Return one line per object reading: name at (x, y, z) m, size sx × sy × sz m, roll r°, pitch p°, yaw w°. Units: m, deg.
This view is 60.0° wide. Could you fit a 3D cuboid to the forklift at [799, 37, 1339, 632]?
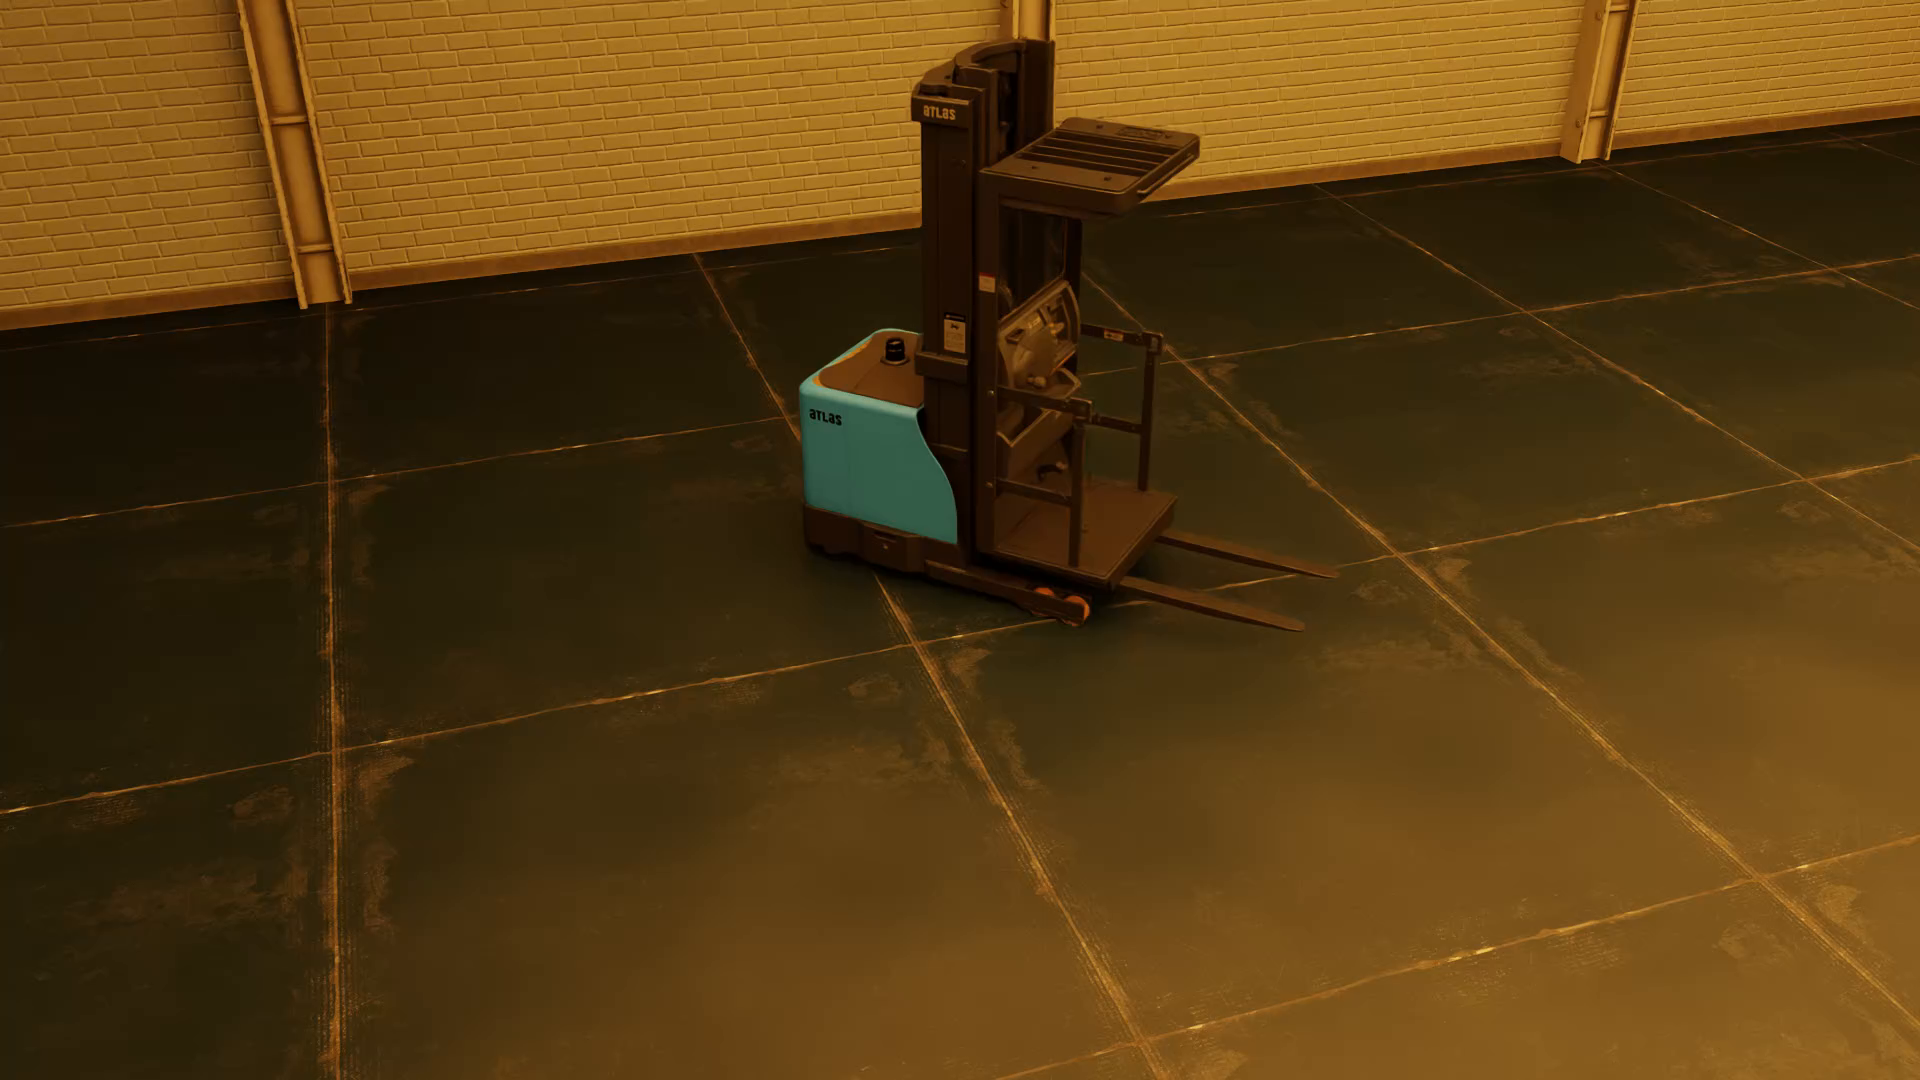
forklift at (0.616, -1.097, 8.993) m, size 3.031 × 2.935 × 1.130 m, roll 15°, pitch 33°, yaw 24°
